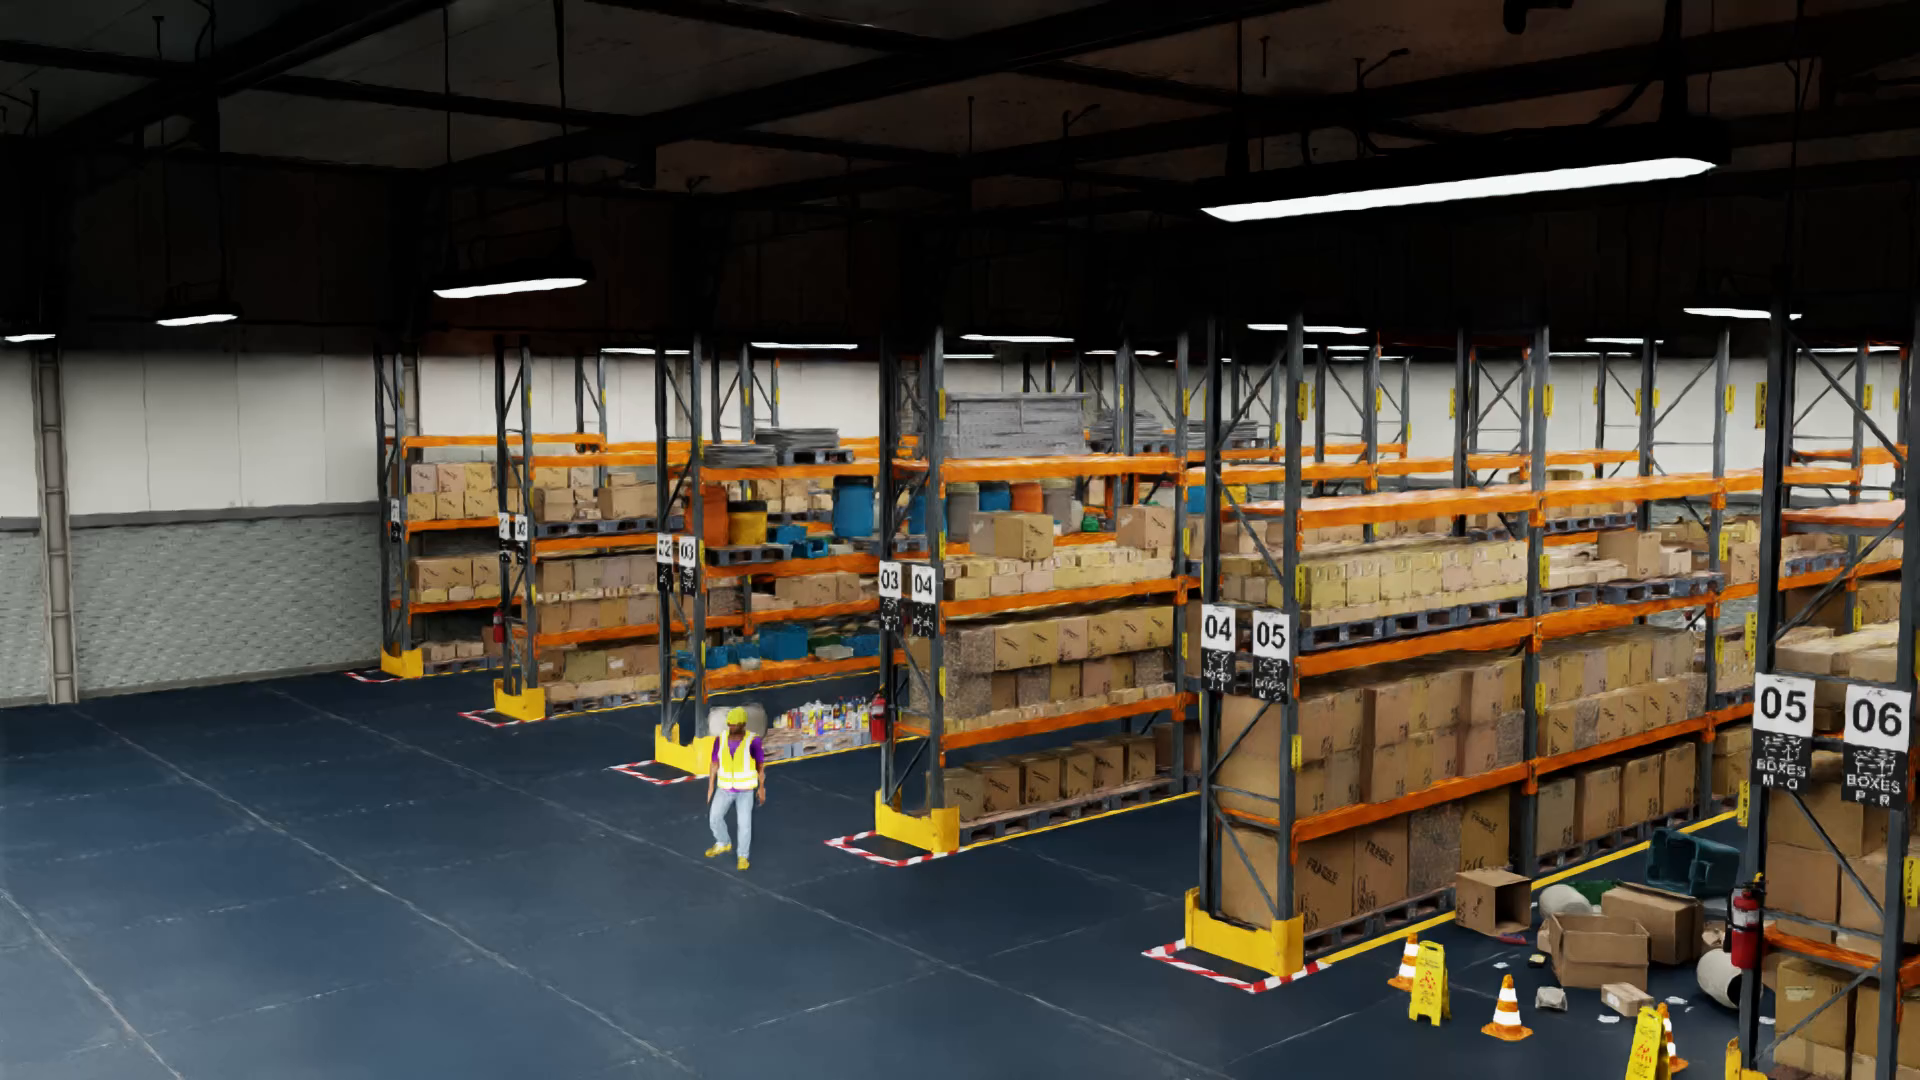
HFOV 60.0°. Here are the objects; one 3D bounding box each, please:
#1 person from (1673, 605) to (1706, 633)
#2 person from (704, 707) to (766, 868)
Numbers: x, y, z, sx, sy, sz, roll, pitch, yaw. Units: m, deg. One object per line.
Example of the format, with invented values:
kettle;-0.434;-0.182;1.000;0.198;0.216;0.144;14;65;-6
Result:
person;12.214;1.840;27.834;0.582;1.607;0.625;-5;7;-43
person;-2.458;2.651;17.955;0.725;1.752;0.527;1;5;10
